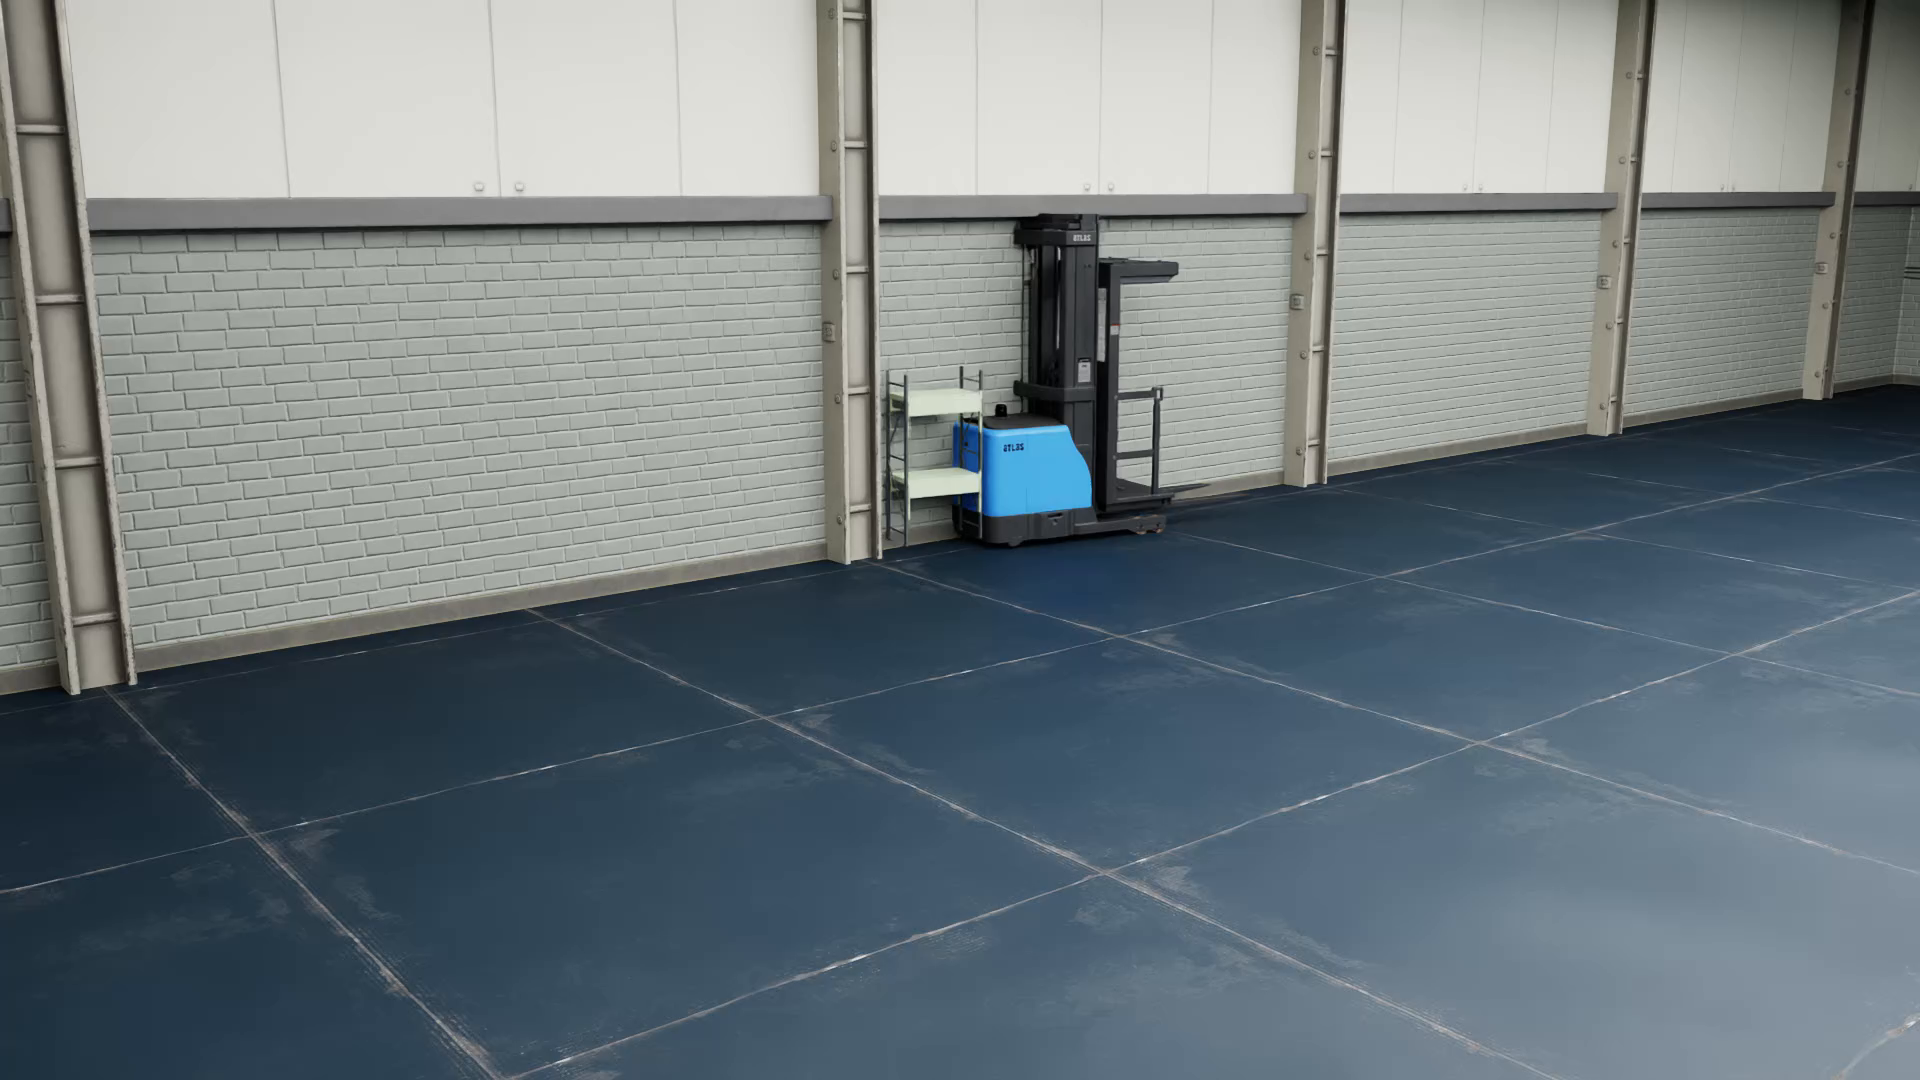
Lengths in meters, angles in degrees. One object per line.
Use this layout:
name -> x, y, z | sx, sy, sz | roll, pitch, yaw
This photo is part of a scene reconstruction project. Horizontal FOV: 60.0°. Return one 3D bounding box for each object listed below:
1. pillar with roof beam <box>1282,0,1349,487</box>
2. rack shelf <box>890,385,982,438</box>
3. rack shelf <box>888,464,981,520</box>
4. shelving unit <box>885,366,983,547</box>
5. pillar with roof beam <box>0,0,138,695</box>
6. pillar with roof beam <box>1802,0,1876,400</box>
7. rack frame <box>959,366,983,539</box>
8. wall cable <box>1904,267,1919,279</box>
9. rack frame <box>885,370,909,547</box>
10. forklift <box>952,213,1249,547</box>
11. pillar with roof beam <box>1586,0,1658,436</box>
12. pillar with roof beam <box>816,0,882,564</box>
pillar with roof beam -> 6.451, -4.323, 13.944 | 0.400, 9.000, 9.100 | -9, 15, -38
rack shelf -> -0.225, -1.130, 14.574 | 0.720, 0.370, 0.431 | -6, 14, -27
rack shelf -> -0.227, -0.430, 14.728 | 0.720, 0.370, 0.431 | -6, 14, -27
shelving unit -> -0.226, -0.749, 14.658 | 0.755, 1.500, 0.431 | -6, 14, -27
pillar with roof beam -> -2.920, -2.766, 6.611 | 0.400, 9.000, 9.100 | -9, 15, -38
pillar with roof beam -> 15.821, -5.880, 21.277 | 0.400, 9.000, 9.100 | -9, 15, -38
rack frame -> 0.097, -0.785, 14.827 | 0.023, 1.500, 0.400 | -6, 14, -27
wall cable -> 16.258, -5.227, 25.678 | 0.112, 2.526, 3.097 | -9, 15, -38
rack frame -> -0.549, -0.712, 14.490 | 0.023, 1.500, 0.400 | -6, 14, -27
forklift -> 1.349, -1.572, 15.599 | 3.031, 2.935, 1.130 | -7, 14, -28
pillar with roof beam -> 11.136, -5.102, 17.611 | 0.400, 9.000, 9.100 | -9, 15, -38
pillar with roof beam -> 1.765, -3.544, 10.278 | 0.400, 9.000, 9.100 | -9, 15, -38
